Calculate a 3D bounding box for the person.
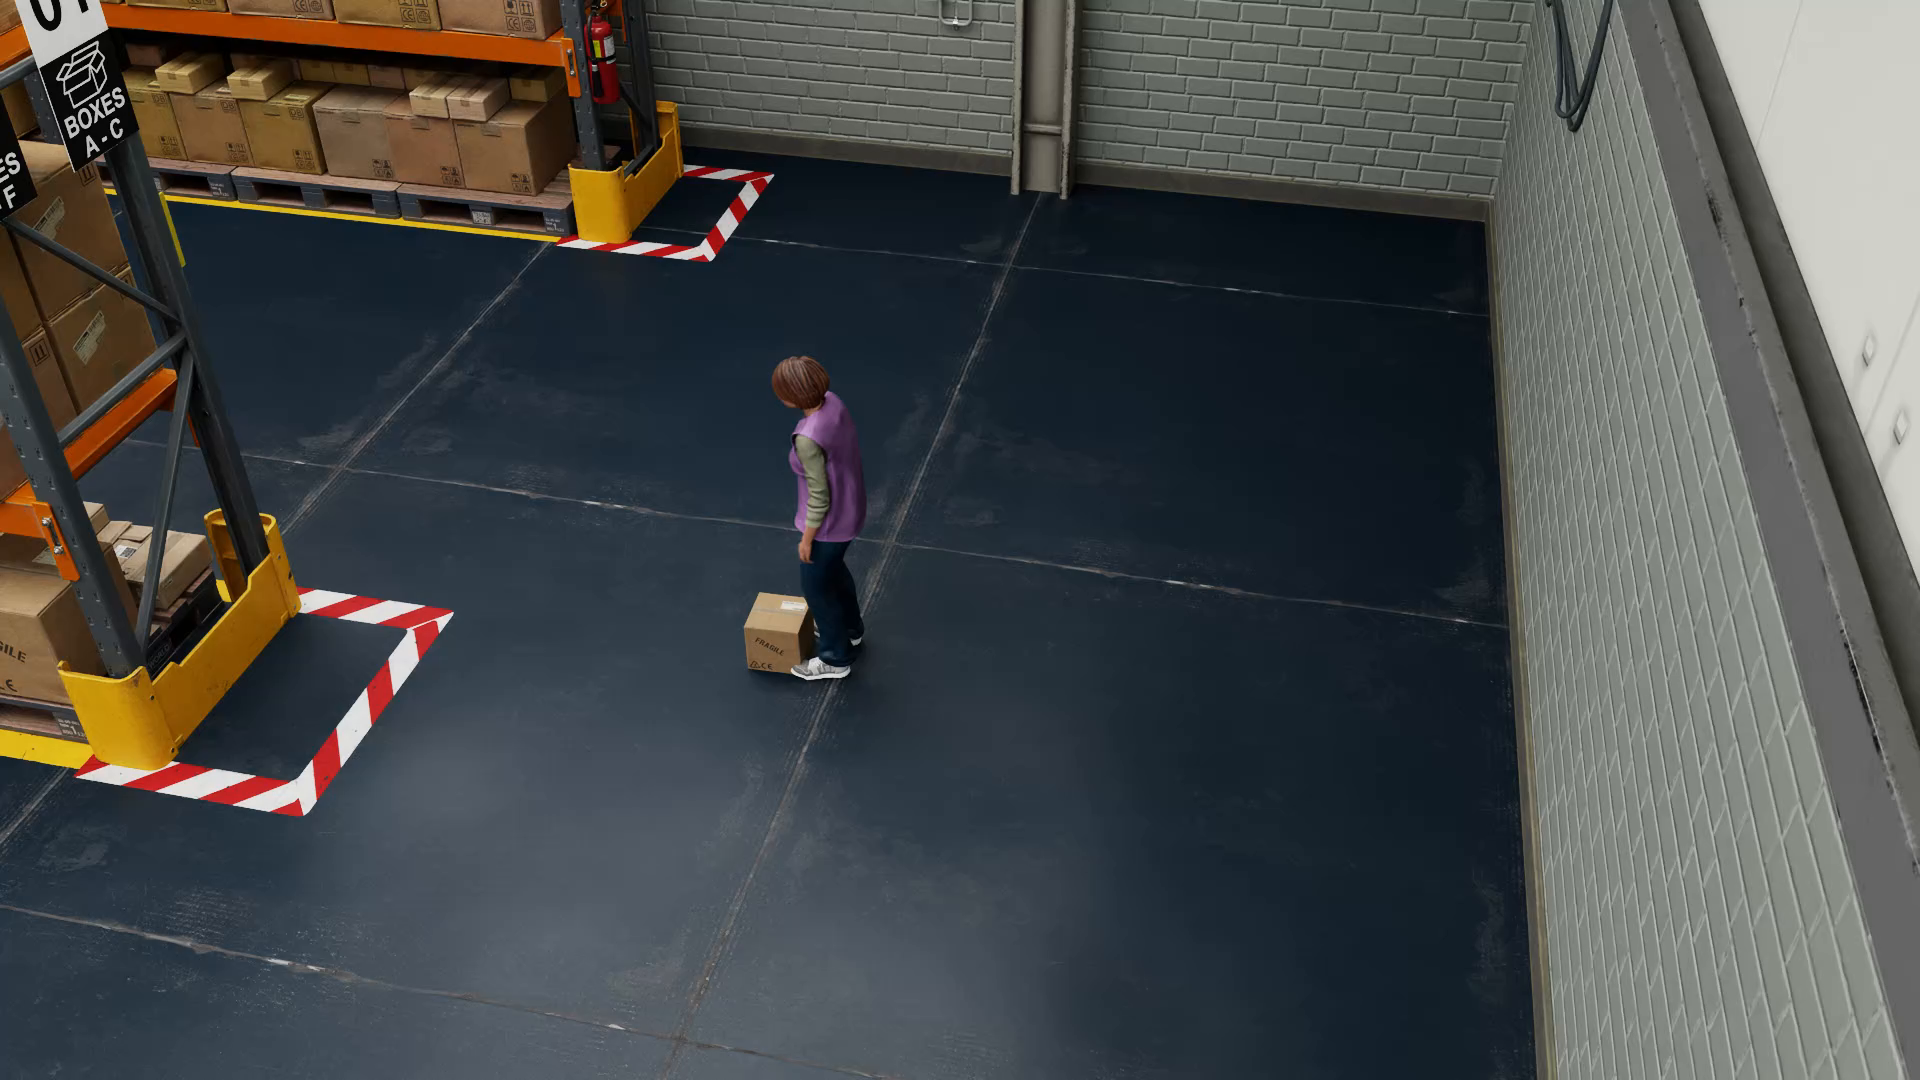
[{"bbox_3d":[-0.575,-0.089,7.088,0.345,1.593,0.459,7,38,9],"label":"person"}]
